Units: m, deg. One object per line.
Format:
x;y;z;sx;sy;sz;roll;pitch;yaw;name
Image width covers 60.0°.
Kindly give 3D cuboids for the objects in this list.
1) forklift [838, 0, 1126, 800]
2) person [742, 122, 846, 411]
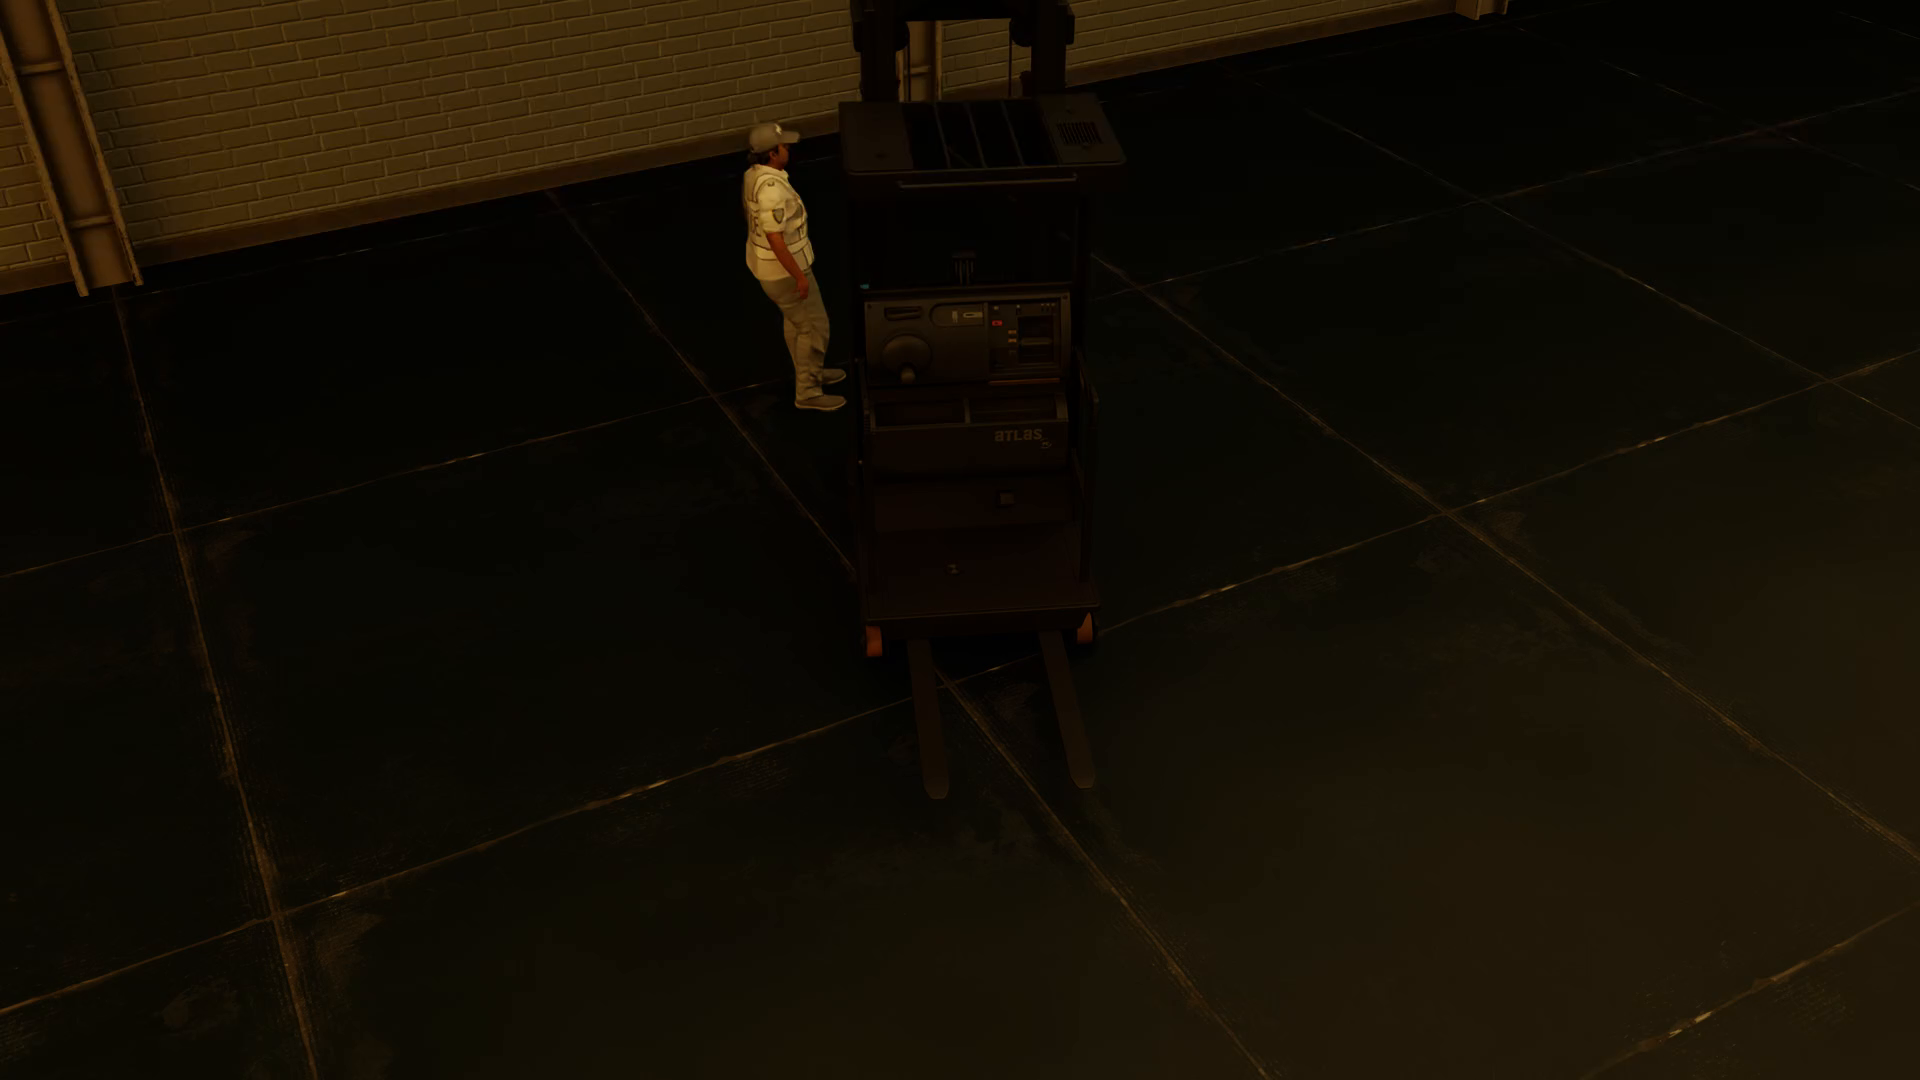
0.061;-0.846;7.320;1.130;2.935;3.031;-3;35;-5;forklift
-0.924;-1.566;9.447;0.549;1.657;0.600;-12;37;-17;person
